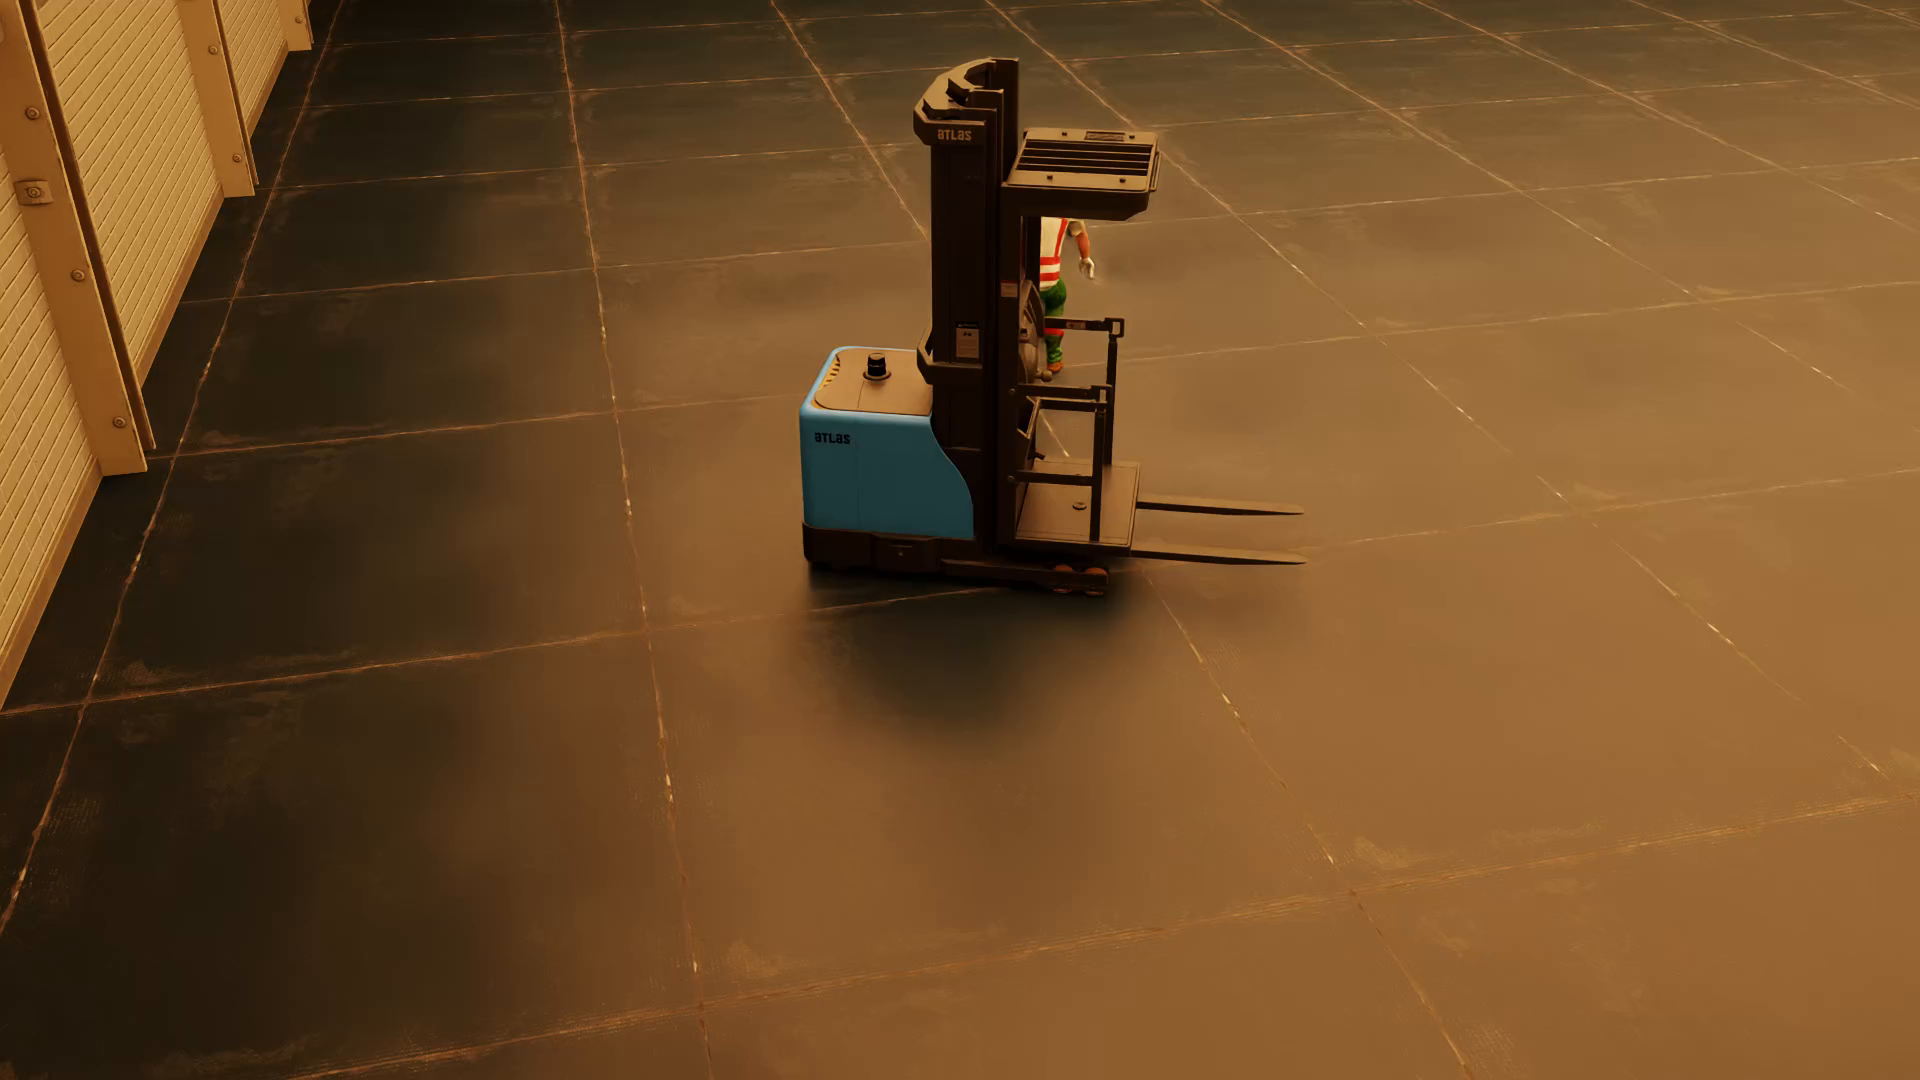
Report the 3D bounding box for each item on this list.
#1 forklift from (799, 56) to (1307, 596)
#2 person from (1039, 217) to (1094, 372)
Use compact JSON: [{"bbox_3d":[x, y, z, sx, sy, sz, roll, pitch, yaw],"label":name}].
[{"bbox_3d":[0.603,-1.222,9.686,3.031,2.935,1.130,4,30,8],"label":"forklift"},{"bbox_3d":[0.541,-2.007,12.353,1.016,1.658,0.515,-5,30,-9],"label":"person"}]
